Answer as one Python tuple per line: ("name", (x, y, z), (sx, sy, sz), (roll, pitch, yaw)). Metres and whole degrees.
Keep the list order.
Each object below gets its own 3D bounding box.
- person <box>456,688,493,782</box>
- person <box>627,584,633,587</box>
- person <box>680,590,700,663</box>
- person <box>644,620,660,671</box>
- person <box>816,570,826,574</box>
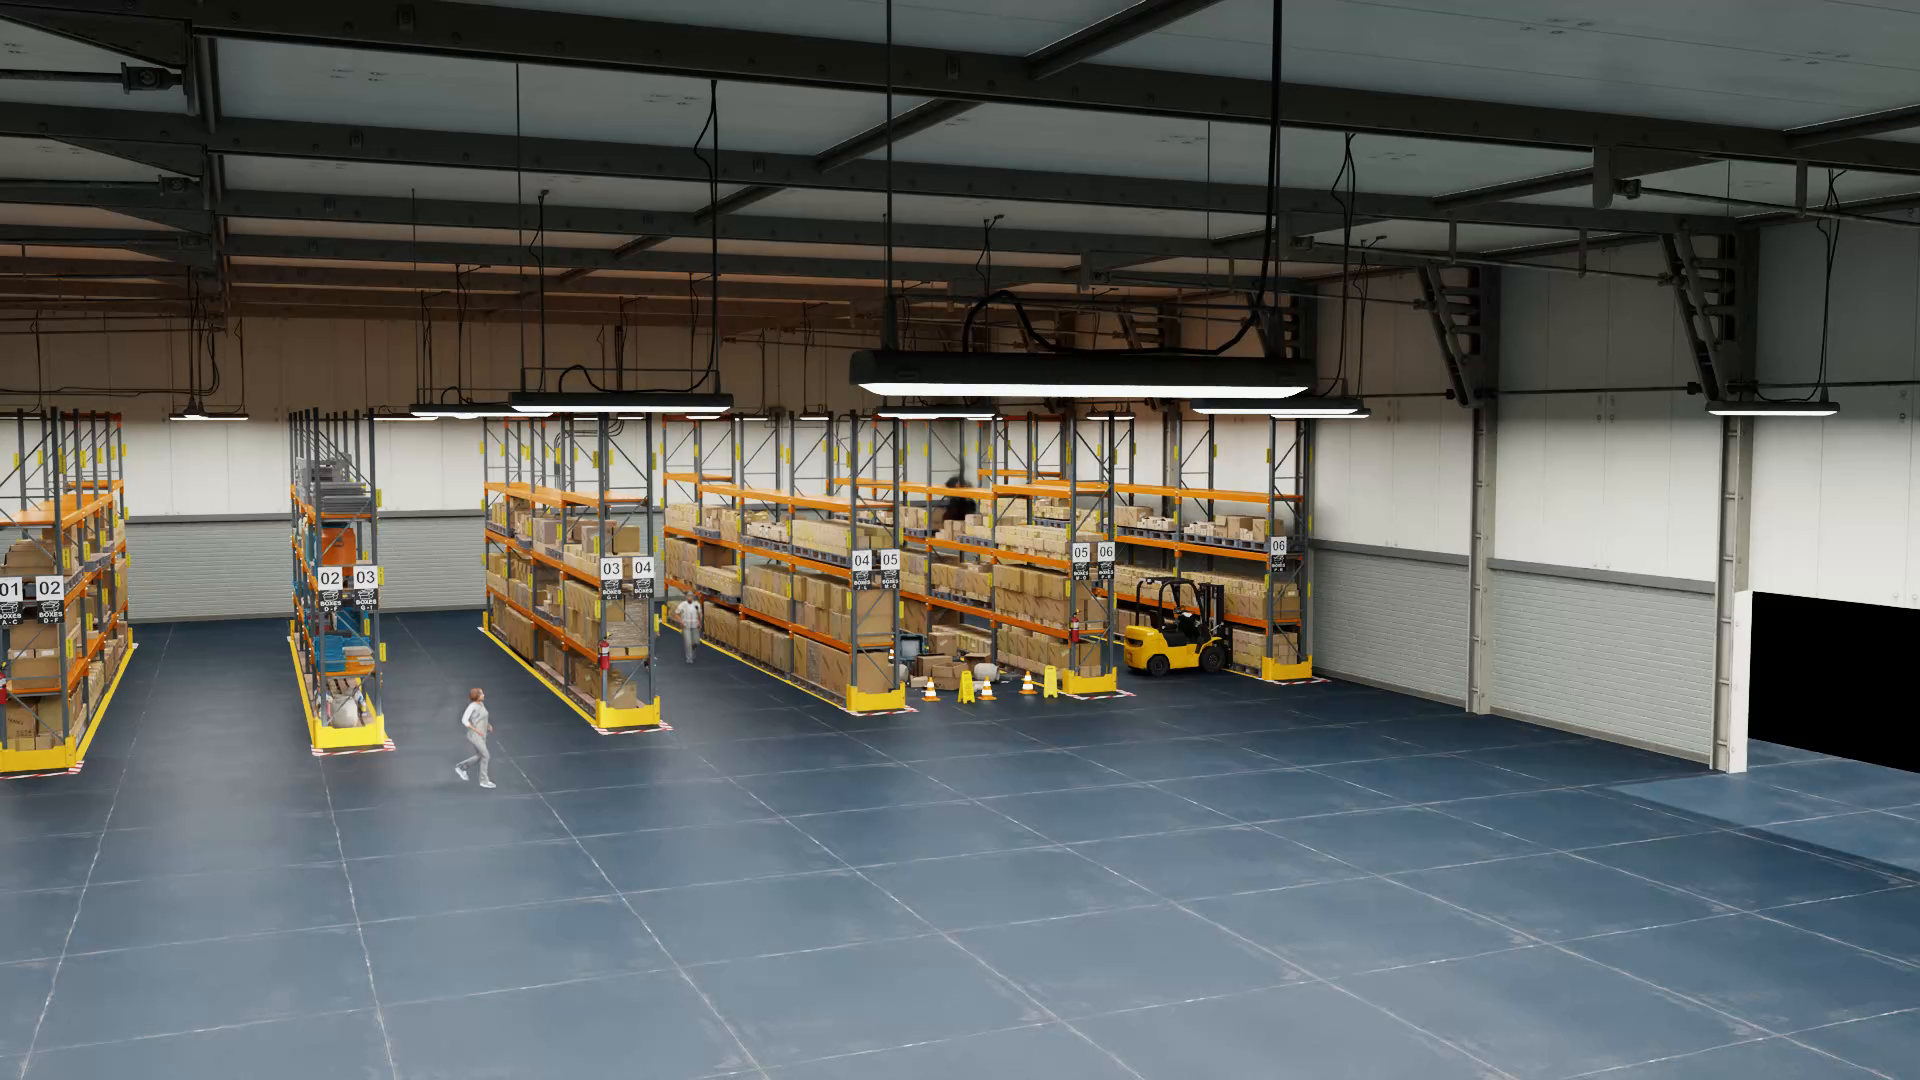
("person", (-7.659, 3.065, 26.137), (0.592, 1.501, 0.503), (0, 4, 2))
("person", (-9.505, 1.639, 46.933), (0.703, 1.601, 0.509), (0, 4, -7))
("person", (-6.505, 2.057, 39.914), (0.434, 1.748, 0.560), (-2, 4, -23))
("person", (-7.122, 2.251, 38.236), (0.531, 1.560, 0.594), (-2, 4, -24))
("person", (-4.275, 1.296, 51.181), (0.708, 1.714, 0.717), (0, 4, 4))
